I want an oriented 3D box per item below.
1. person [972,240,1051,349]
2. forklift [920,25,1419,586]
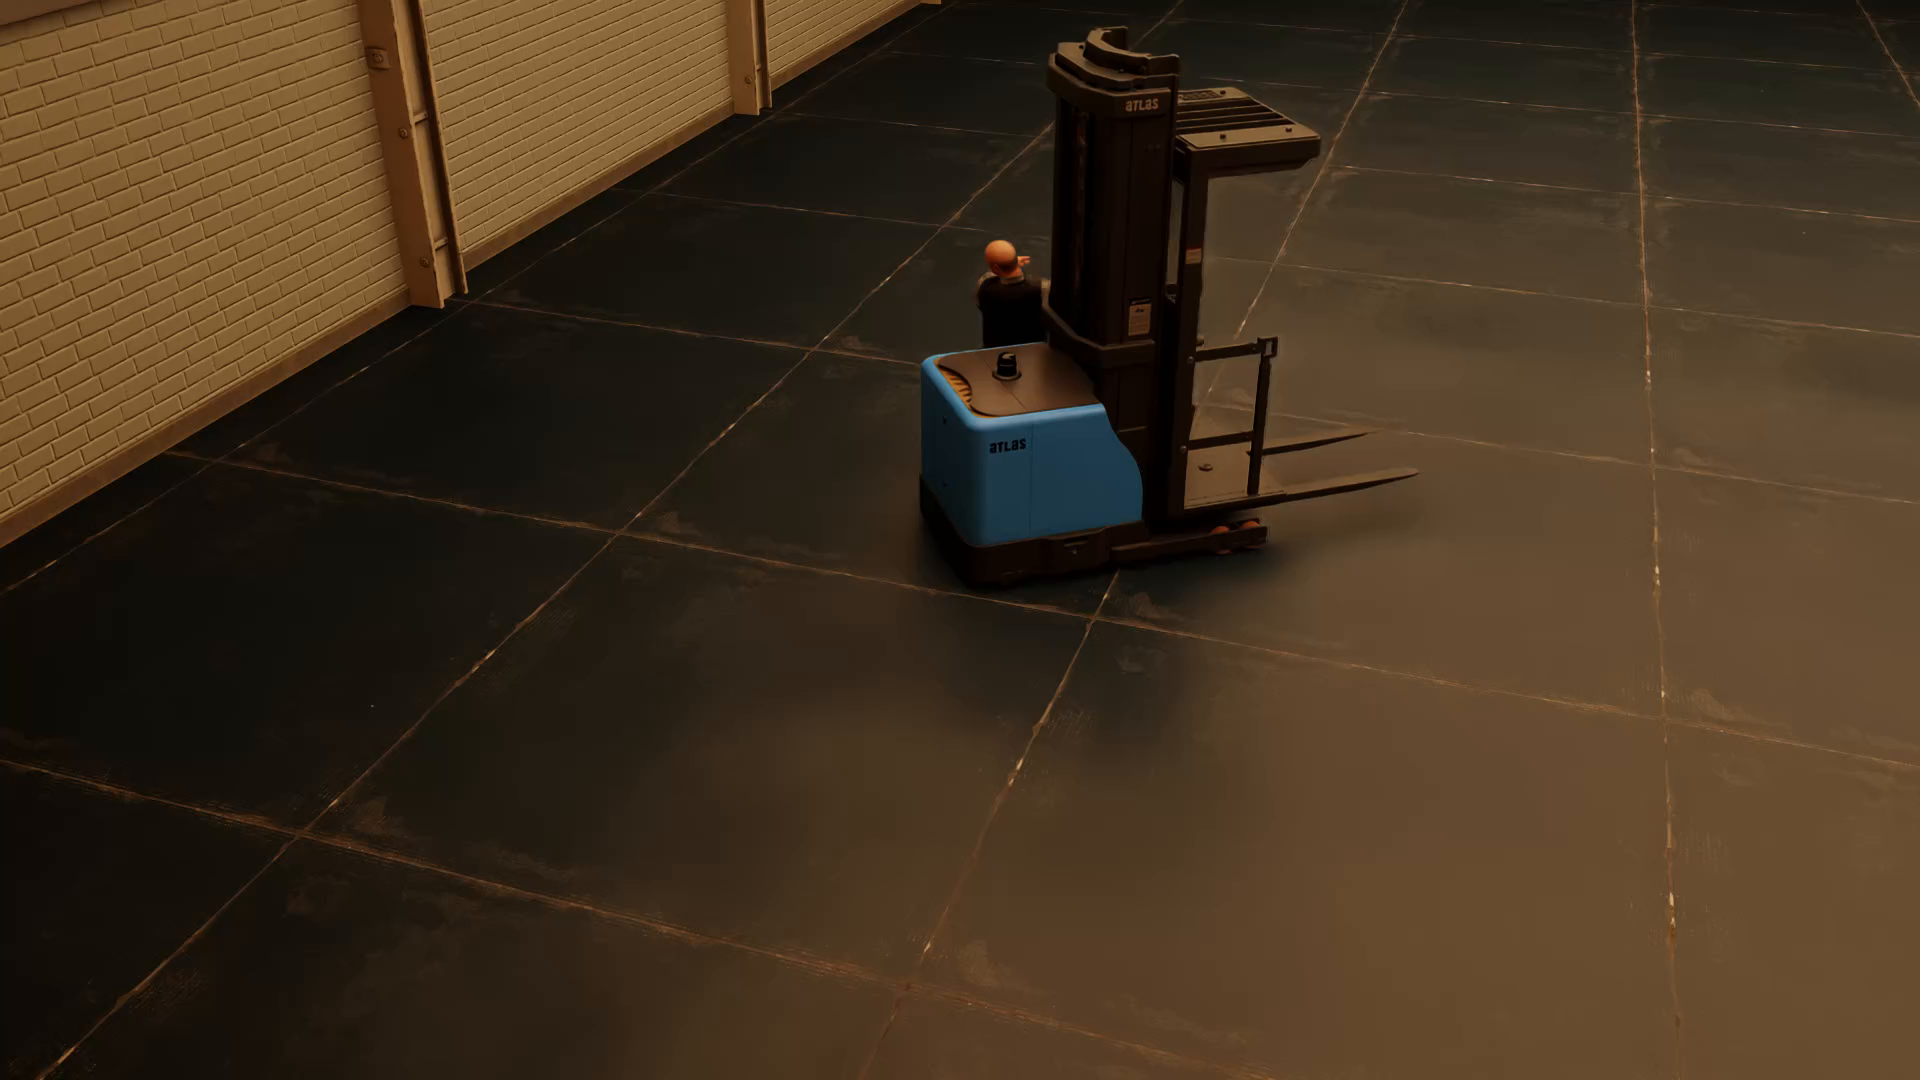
[{"bbox_3d":[0.443,-1.257,10.726,0.849,1.557,0.833,-5,30,-9],"label":"person"},{"bbox_3d":[1.329,-1.428,9.641,3.031,2.935,1.130,-9,31,-15],"label":"forklift"}]
